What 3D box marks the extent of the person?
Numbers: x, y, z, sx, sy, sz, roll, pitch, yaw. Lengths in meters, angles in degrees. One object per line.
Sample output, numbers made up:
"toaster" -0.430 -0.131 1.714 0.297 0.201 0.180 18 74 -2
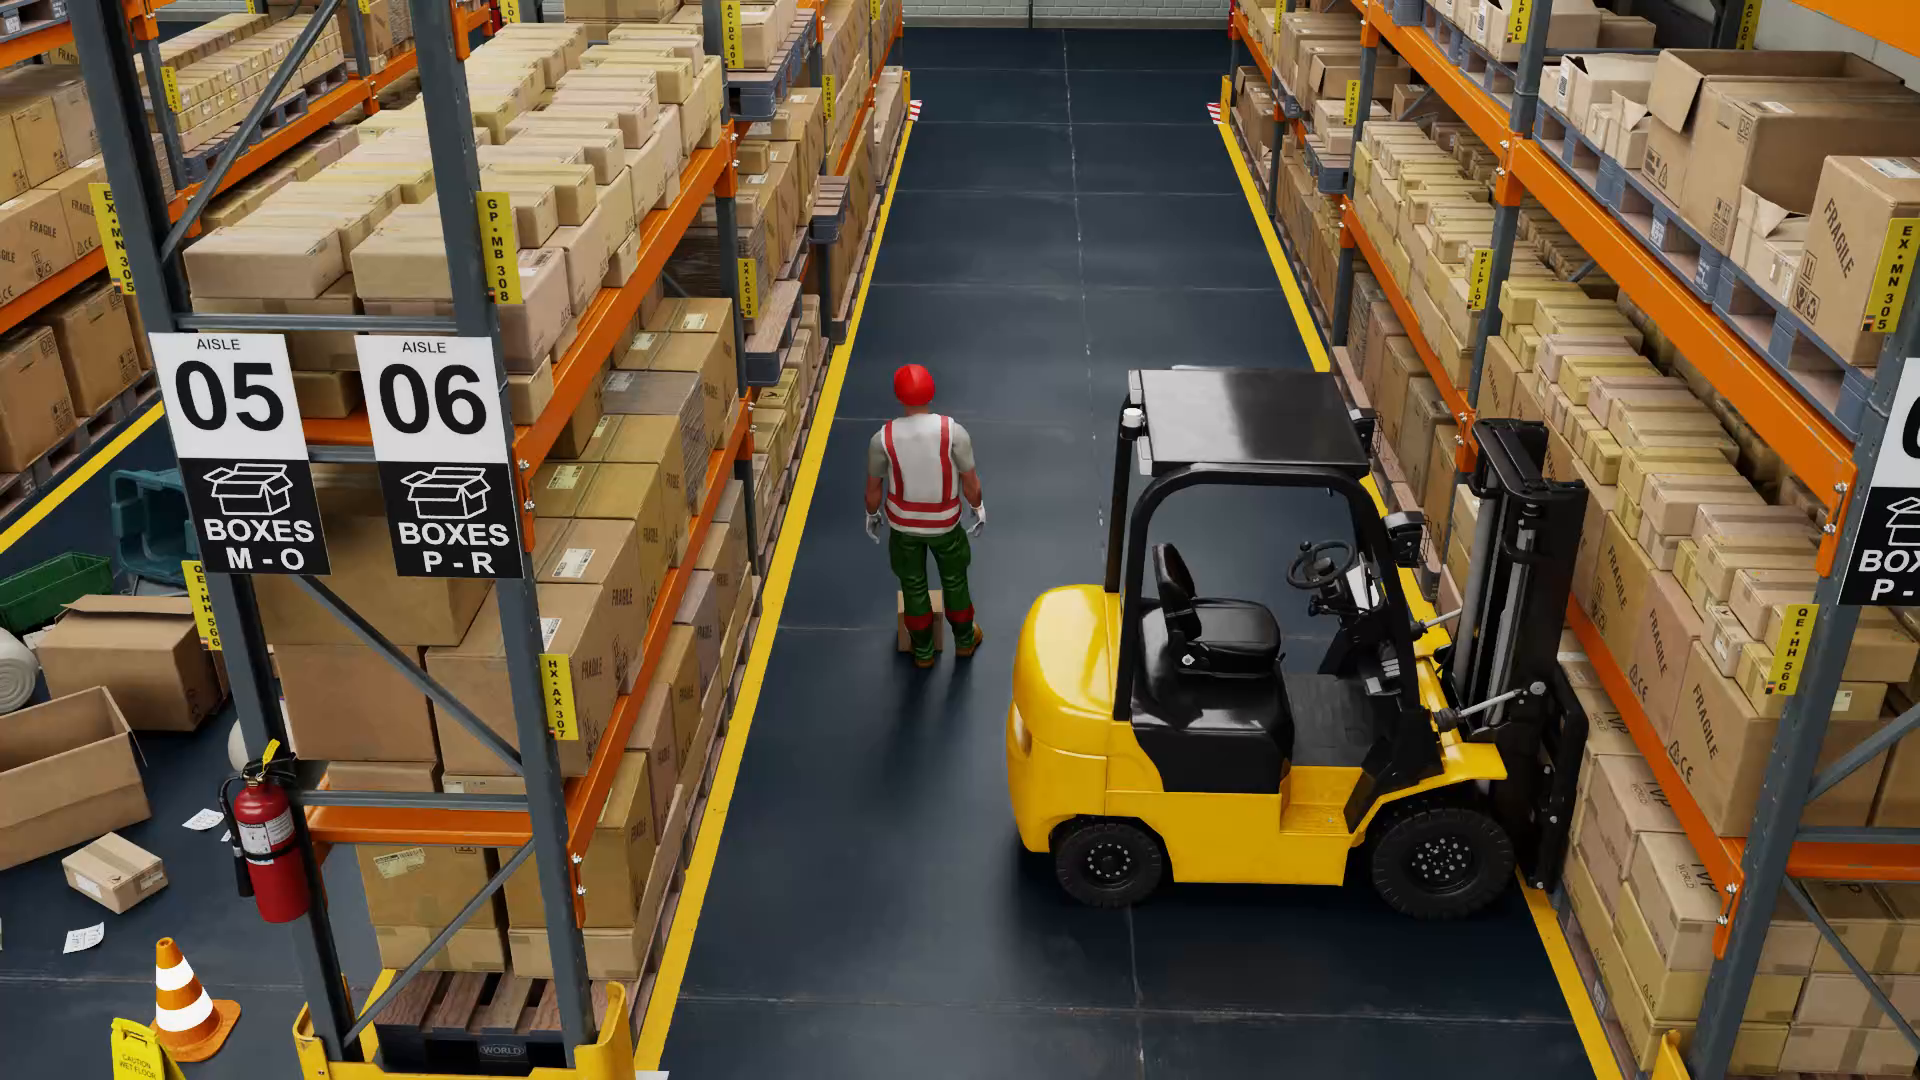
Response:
"person" -0.180 -0.145 8.850 0.637 1.788 0.564 0 28 0
